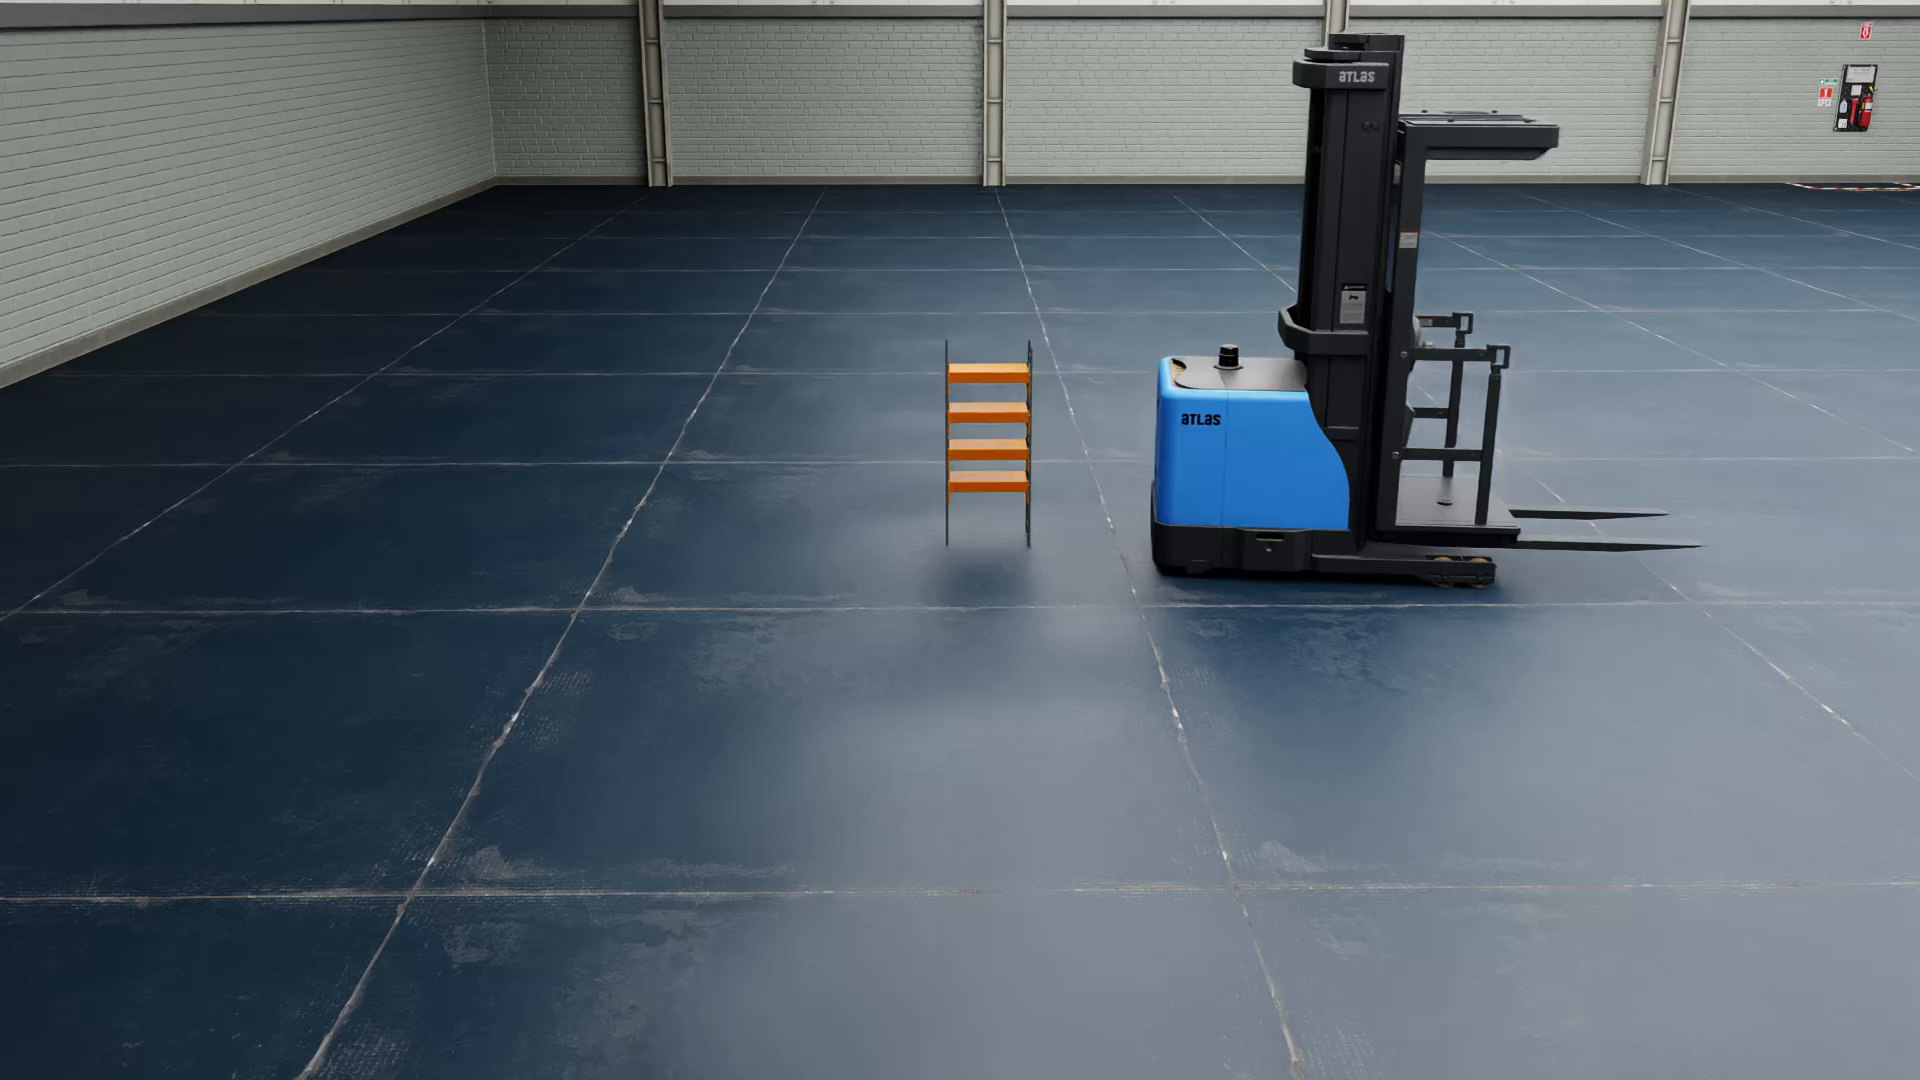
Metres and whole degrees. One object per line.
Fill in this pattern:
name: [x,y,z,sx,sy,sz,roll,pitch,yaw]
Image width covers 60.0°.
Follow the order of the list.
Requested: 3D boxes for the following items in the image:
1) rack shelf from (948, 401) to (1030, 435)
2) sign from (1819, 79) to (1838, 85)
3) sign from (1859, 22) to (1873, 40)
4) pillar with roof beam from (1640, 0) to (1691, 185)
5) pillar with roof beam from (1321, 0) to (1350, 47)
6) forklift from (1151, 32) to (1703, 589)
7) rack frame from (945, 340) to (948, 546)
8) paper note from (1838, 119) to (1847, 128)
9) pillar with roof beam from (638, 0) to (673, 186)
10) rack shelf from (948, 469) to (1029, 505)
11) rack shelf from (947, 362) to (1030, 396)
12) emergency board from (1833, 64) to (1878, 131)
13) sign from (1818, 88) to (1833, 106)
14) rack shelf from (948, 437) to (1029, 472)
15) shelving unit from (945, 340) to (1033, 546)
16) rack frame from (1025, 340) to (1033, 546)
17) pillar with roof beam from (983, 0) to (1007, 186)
rack shelf: [0.166,-0.721,9.819,0.480,0.148,0.258,0,18,-1]
sign: [15.589,-8.228,29.860,0.331,0.109,0.001,0,18,-1]
sign: [16.129,-9.067,29.605,0.199,0.298,0.001,0,18,-1]
pillar with roof beam: [12.679,-9.445,24.760,0.400,9.000,9.100,0,18,-1]
pillar with roof beam: [6.680,-9.417,24.670,0.400,9.000,9.100,0,18,-1]
forklift: [2.644,-1.297,9.294,3.031,2.935,1.130,2,18,5]
rack frame: [-0.078,-0.571,9.863,0.015,1.200,0.240,0,18,-1]
paper note: [15.961,-7.533,30.062,0.142,0.148,0.016,0,18,-1]
pillar with roof beam: [-5.319,-9.359,24.490,0.400,9.000,9.100,0,18,-1]
rack shelf: [0.166,-0.319,9.948,0.480,0.148,0.258,0,18,-1]
rack shelf: [0.166,-0.946,9.747,0.480,0.148,0.258,0,18,-1]
emergency board: [16.139,-7.932,29.865,0.643,1.169,0.194,0,18,-1]
sign: [15.585,-7.978,29.949,0.234,0.329,0.001,0,18,-1]
rack shelf: [0.166,-0.508,9.887,0.480,0.148,0.258,0,18,-1]
shelving unit: [0.166,-0.572,9.867,0.503,1.200,0.258,0,18,-1]
rack frame: [0.409,-0.573,9.870,0.015,1.200,0.240,0,18,-1]
pillar with roof beam: [0.681,-9.388,24.580,0.400,9.000,9.100,0,18,-1]
